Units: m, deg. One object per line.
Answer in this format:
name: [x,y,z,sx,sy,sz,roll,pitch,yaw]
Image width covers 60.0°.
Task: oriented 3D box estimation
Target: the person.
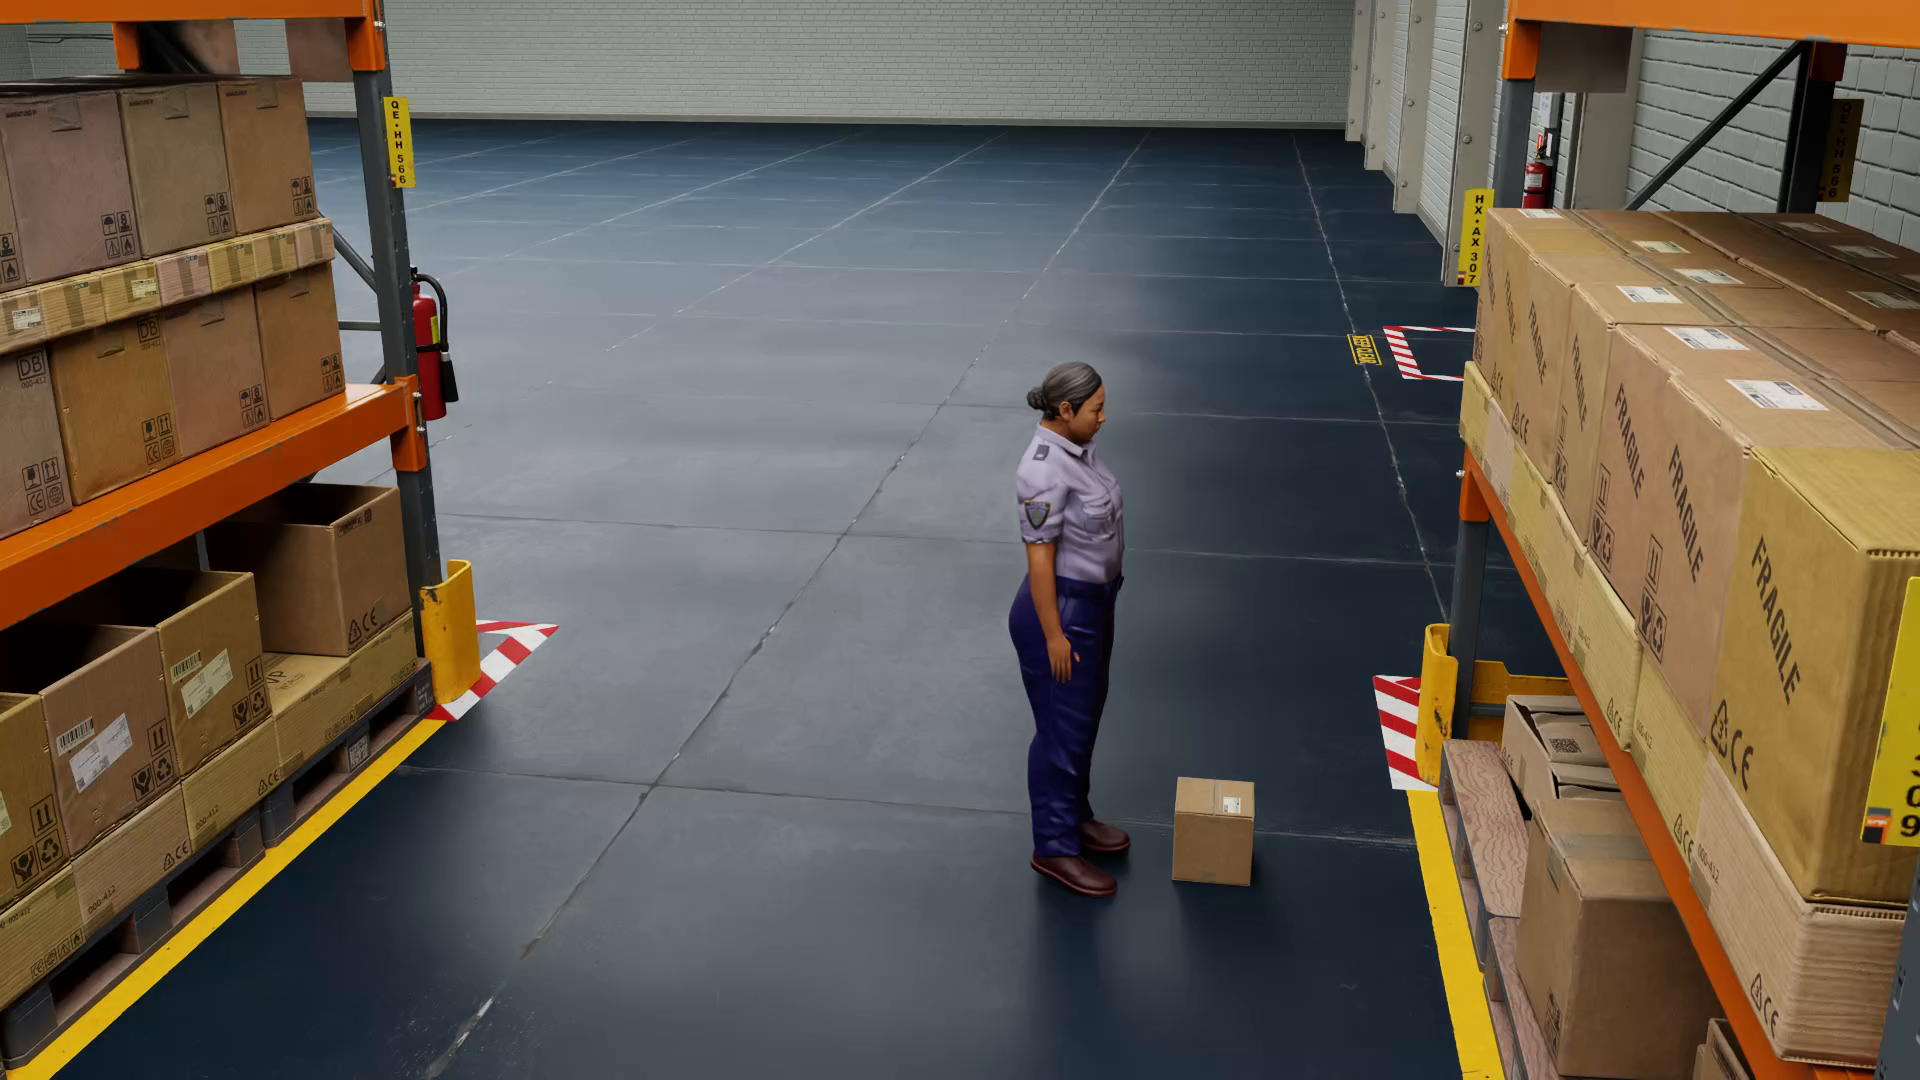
person: [0.368,0.258,5.259,0.390,1.671,0.490,5,19,16]
